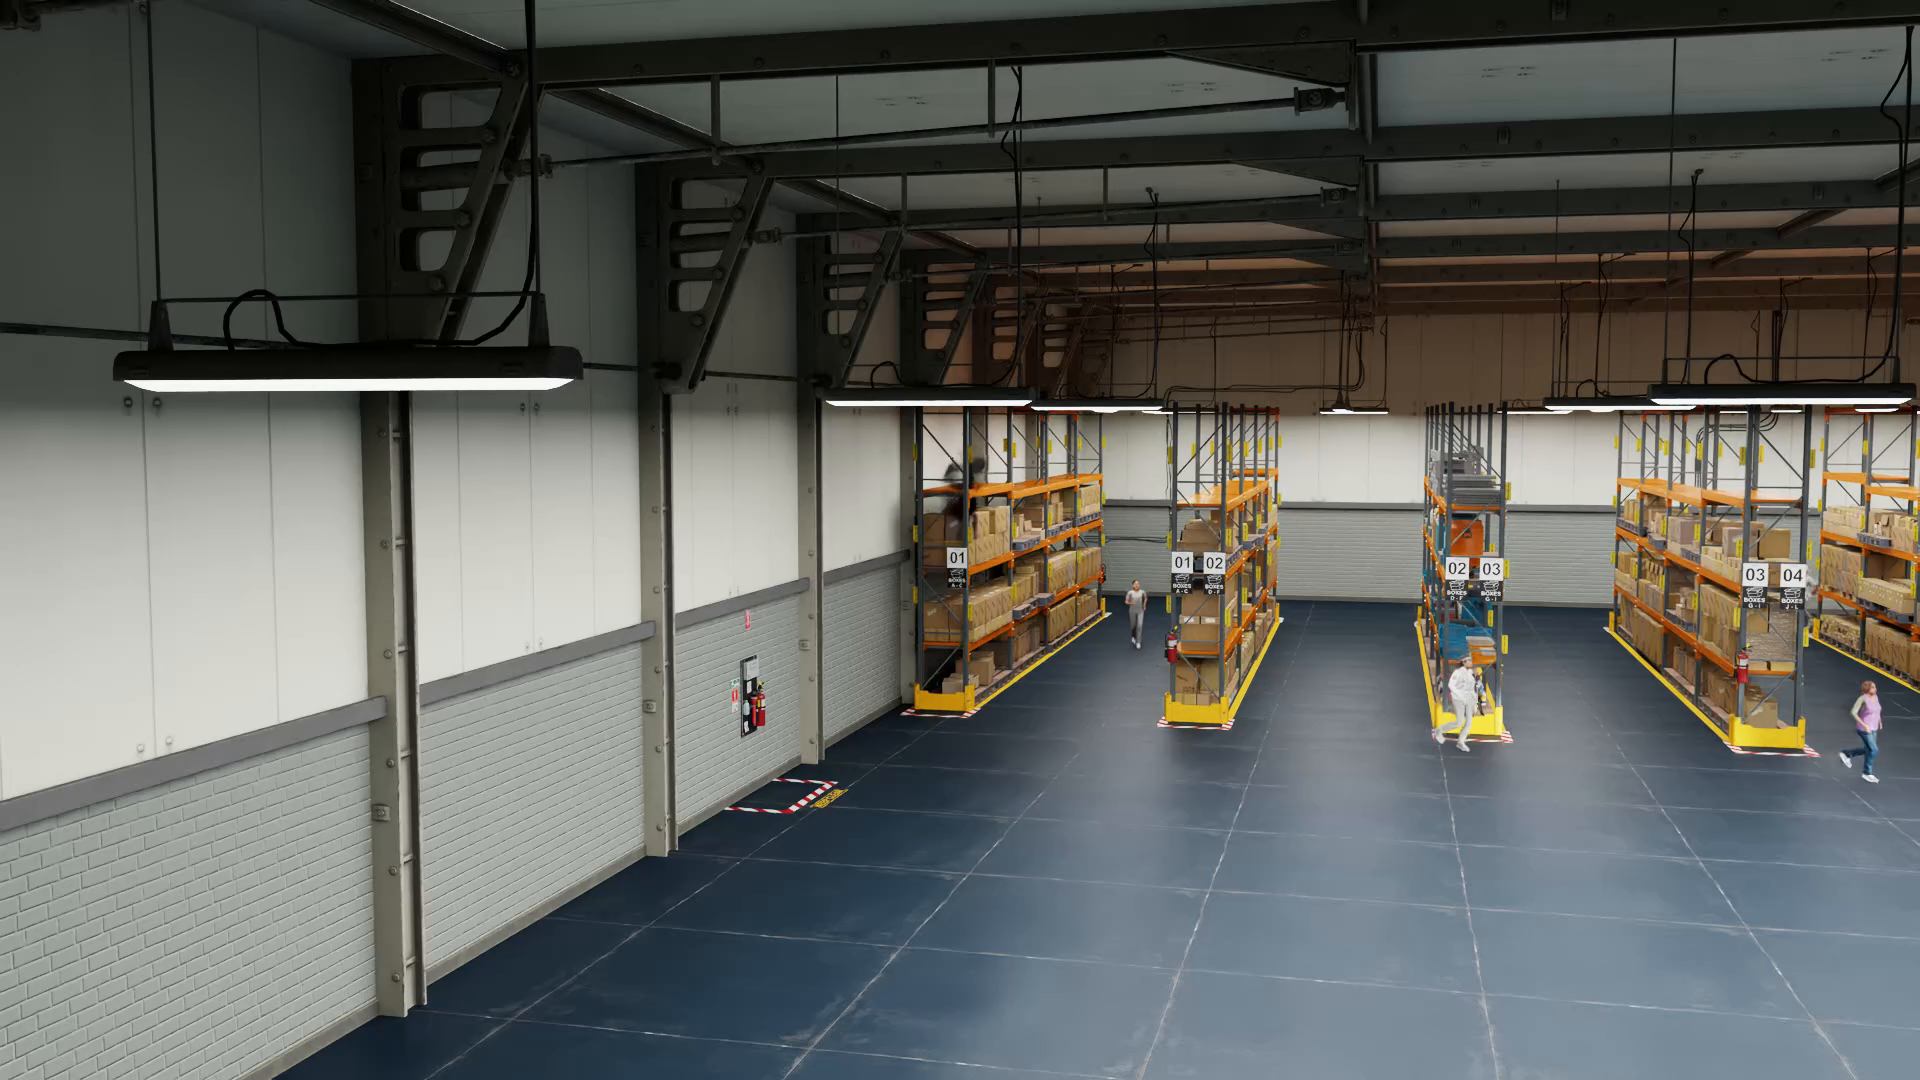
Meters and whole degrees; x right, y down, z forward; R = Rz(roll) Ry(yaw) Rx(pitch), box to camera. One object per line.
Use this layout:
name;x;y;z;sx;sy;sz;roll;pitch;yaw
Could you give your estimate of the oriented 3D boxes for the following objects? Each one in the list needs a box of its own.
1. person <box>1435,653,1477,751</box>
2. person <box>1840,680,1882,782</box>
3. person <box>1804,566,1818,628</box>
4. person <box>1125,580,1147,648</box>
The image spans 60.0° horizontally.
person;8.691;2.779;28.860;0.669;1.663;0.659;-3;5;-38
person;14.273;2.999;26.348;0.540;1.599;0.663;-2;5;-28
person;22.456;1.555;44.305;0.924;1.766;0.748;0;4;4
person;4.383;1.820;41.325;0.567;1.644;0.955;0;4;1
